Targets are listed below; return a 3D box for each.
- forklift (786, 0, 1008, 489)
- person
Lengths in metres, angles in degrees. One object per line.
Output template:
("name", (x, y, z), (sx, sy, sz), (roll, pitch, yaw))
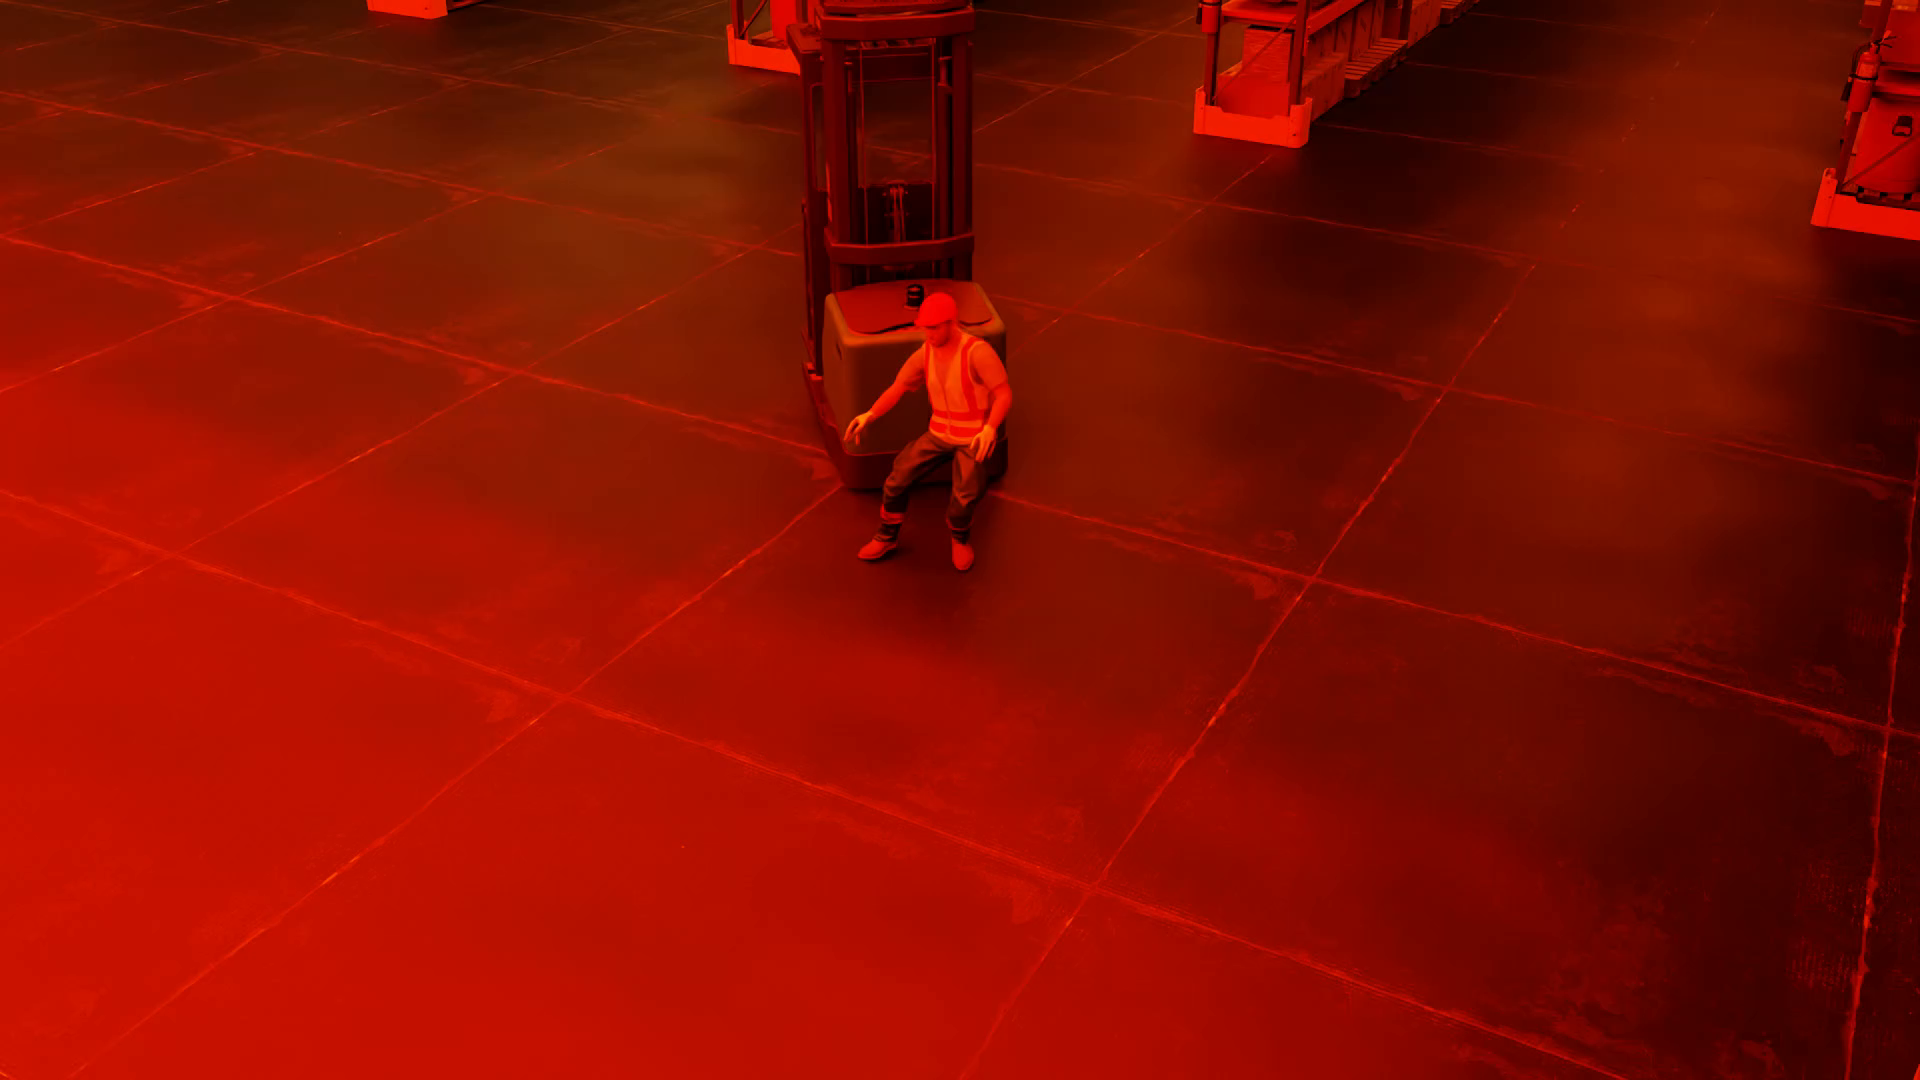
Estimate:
("forklift", (-0.513, -2.309, 11.071), (1.130, 2.935, 3.031), (-6, 31, -11))
("person", (-0.132, -0.562, 9.356), (0.874, 1.627, 0.691), (19, 35, 29))
